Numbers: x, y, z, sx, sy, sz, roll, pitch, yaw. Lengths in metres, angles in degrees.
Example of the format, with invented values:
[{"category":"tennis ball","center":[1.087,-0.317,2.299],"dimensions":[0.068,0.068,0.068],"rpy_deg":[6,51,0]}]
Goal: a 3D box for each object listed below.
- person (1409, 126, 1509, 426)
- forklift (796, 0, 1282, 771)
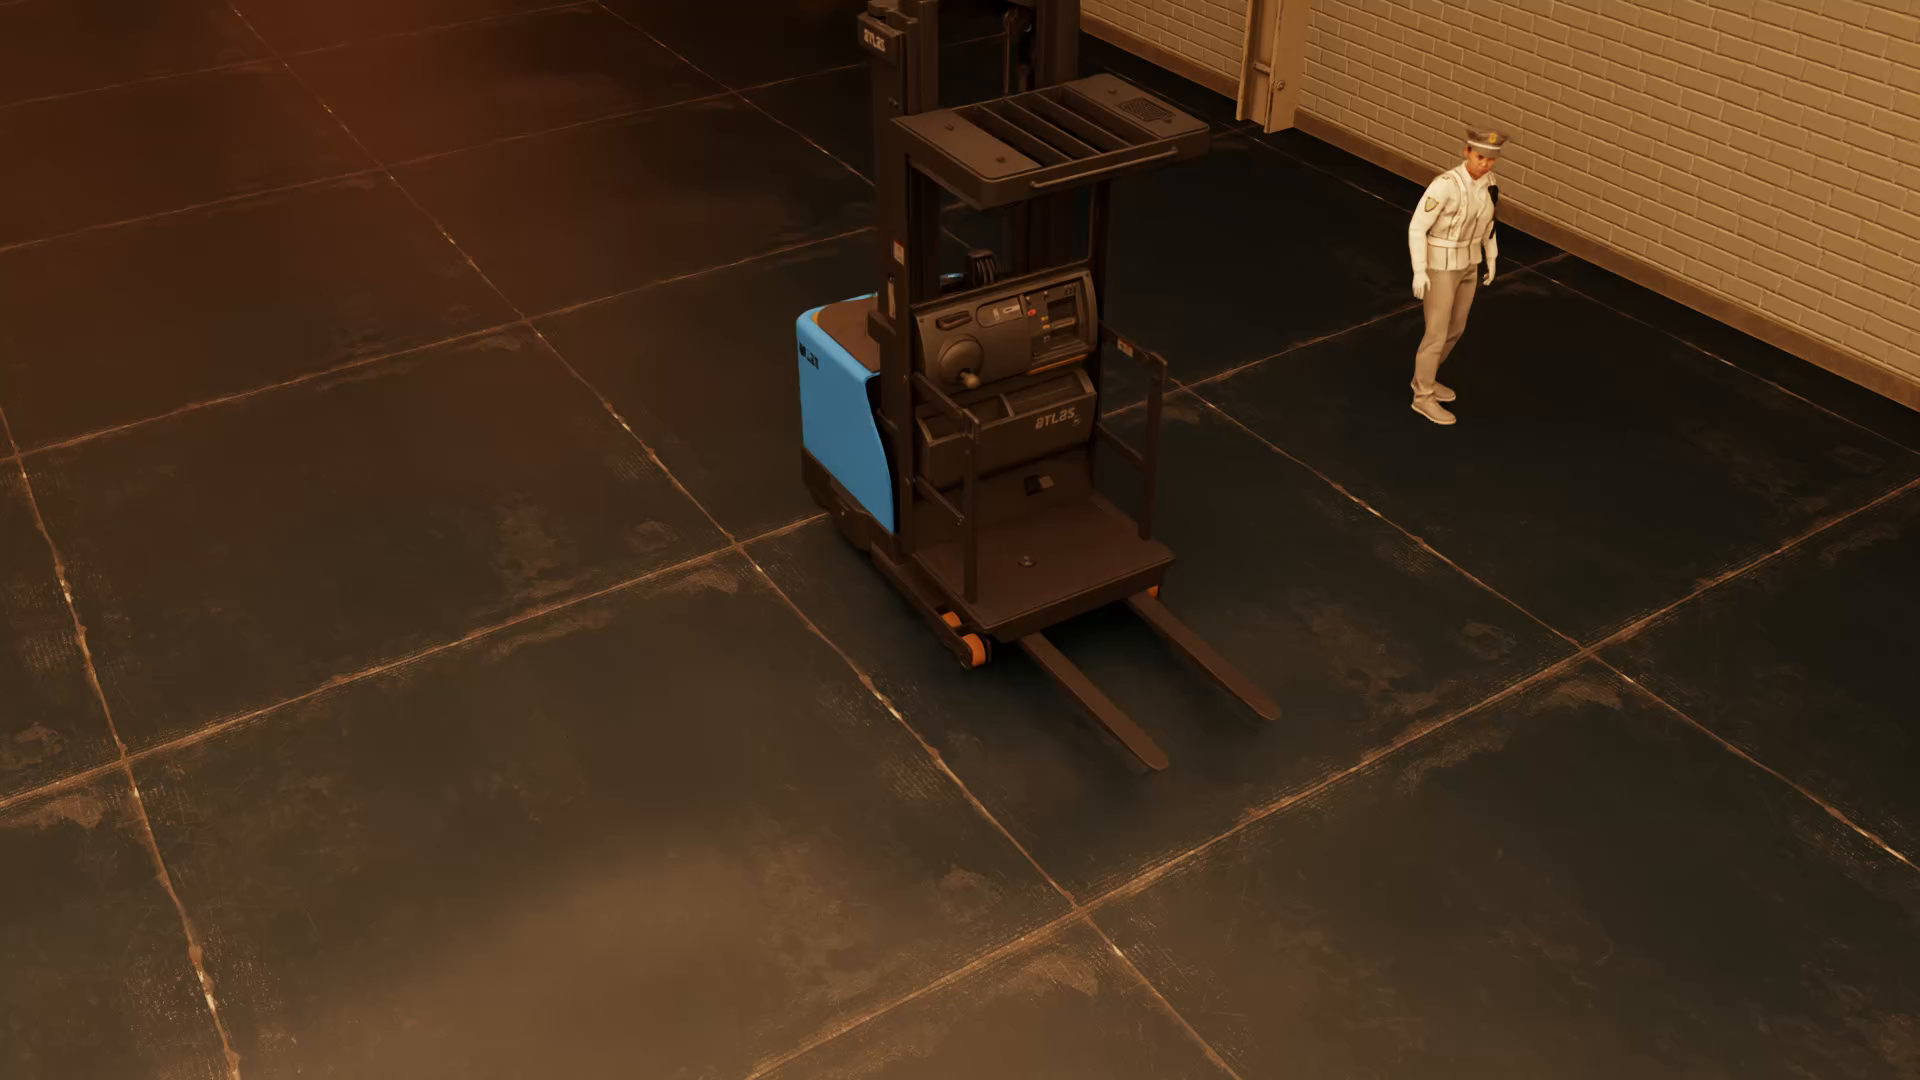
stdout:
[{"category":"person","center":[2.834,-1.505,9.385],"dimensions":[0.657,1.676,0.476],"rpy_deg":[-24,41,-30]},{"category":"forklift","center":[0.334,-0.899,7.427],"dimensions":[1.130,2.935,3.031],"rpy_deg":[-19,39,-25]}]
